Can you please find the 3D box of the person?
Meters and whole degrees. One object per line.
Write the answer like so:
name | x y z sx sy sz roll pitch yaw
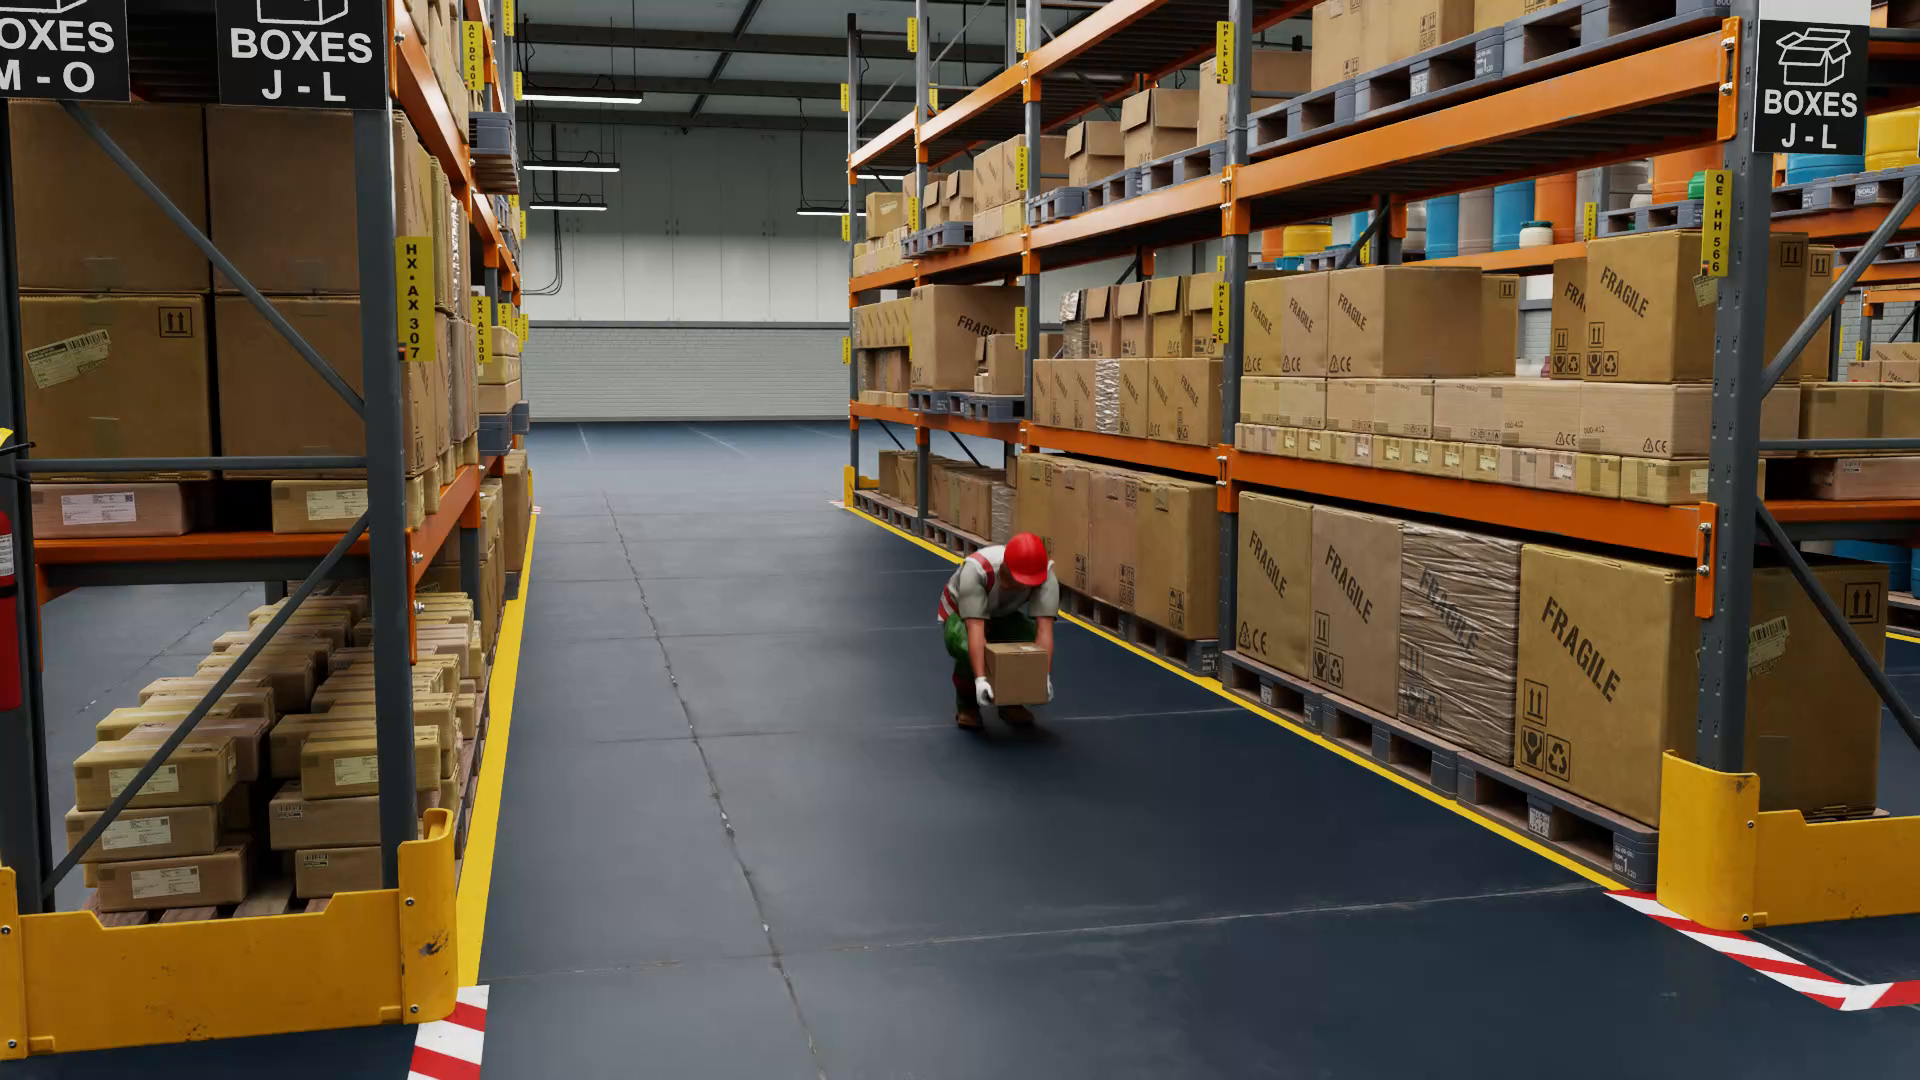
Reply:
person | 0.192 0.424 8.081 0.530 0.995 0.898 -2 6 -15
